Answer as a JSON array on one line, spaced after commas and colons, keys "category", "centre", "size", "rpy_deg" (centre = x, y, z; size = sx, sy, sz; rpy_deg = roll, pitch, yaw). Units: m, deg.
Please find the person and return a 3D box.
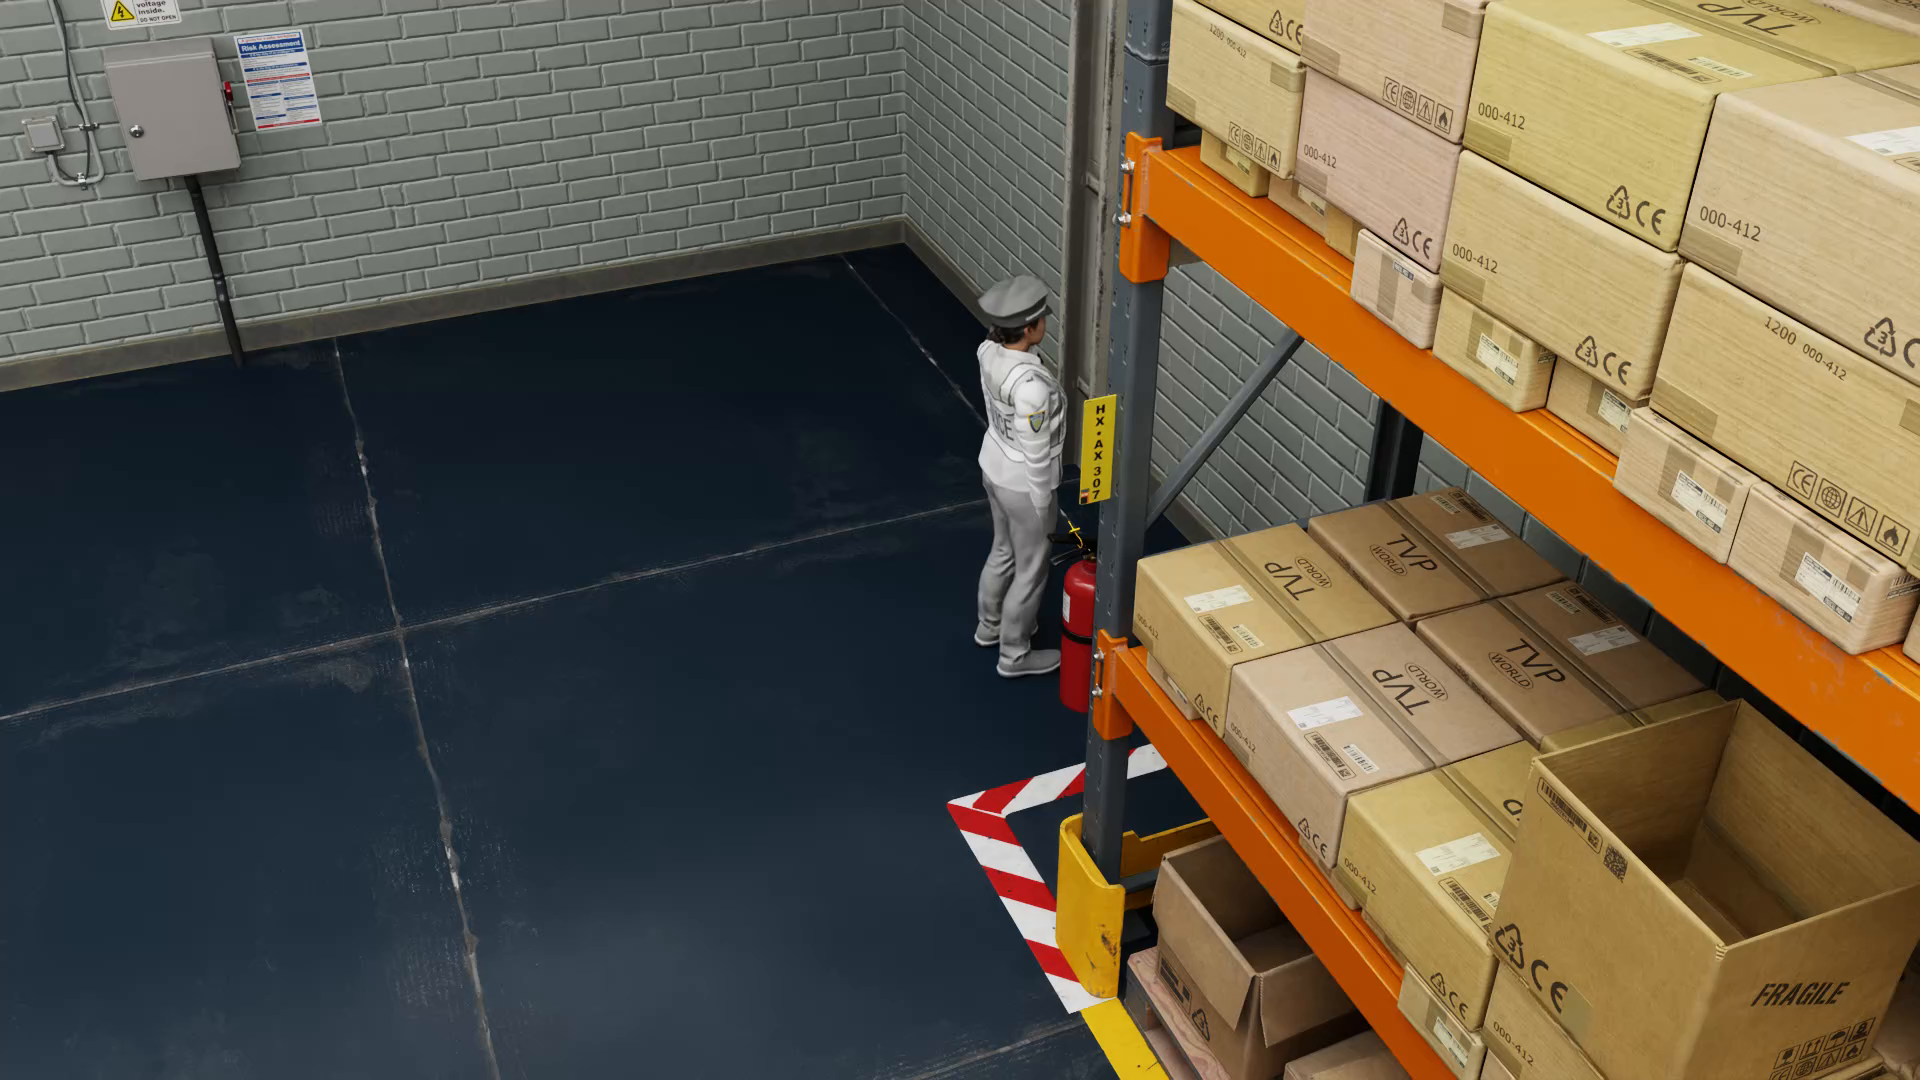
[{"category": "person", "centre": [0.241, -0.240, 6.489], "size": [0.341, 1.679, 0.466], "rpy_deg": [-12, 36, -18]}]
